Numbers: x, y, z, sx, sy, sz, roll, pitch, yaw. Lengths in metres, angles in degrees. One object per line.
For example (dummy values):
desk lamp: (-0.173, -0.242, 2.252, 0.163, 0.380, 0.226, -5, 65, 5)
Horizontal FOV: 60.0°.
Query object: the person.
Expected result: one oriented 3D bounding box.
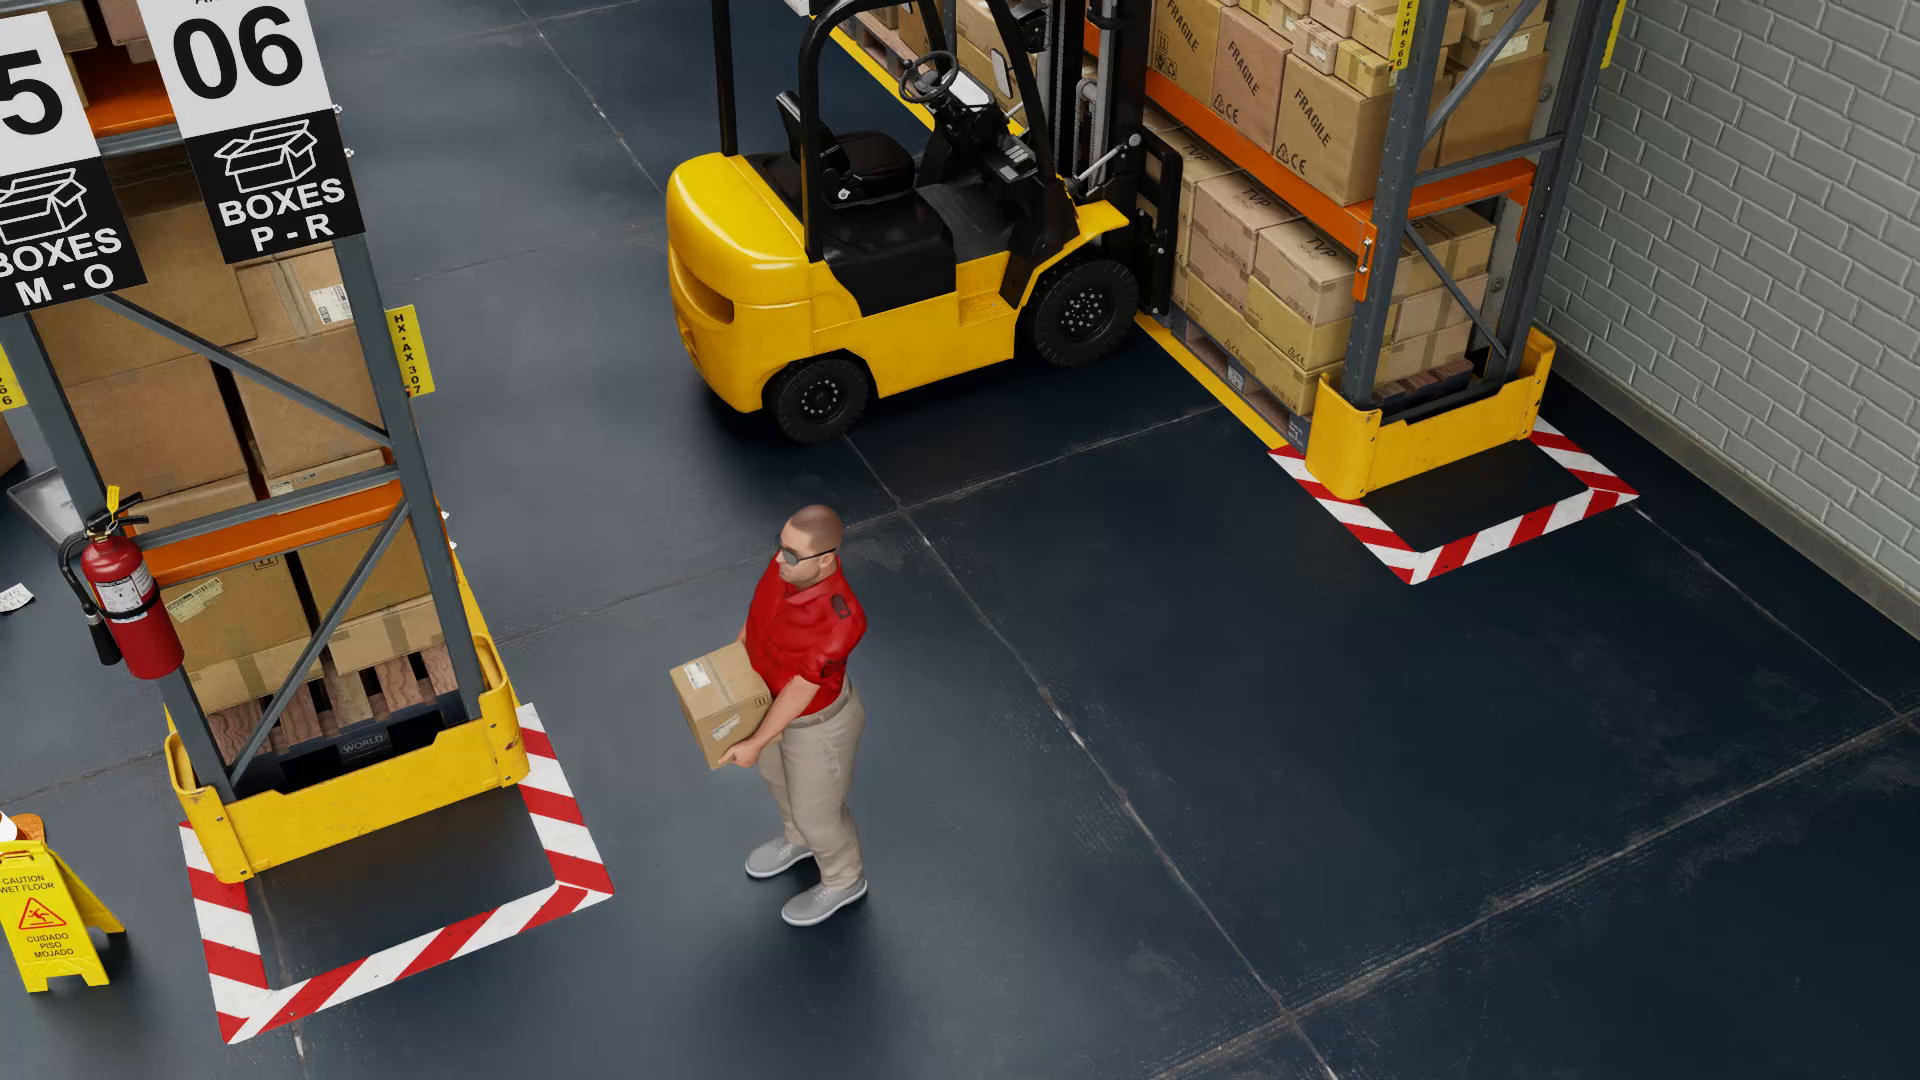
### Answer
person: (-0.584, 0.604, 5.486, 0.530, 1.717, 0.494, -18, 44, -20)
